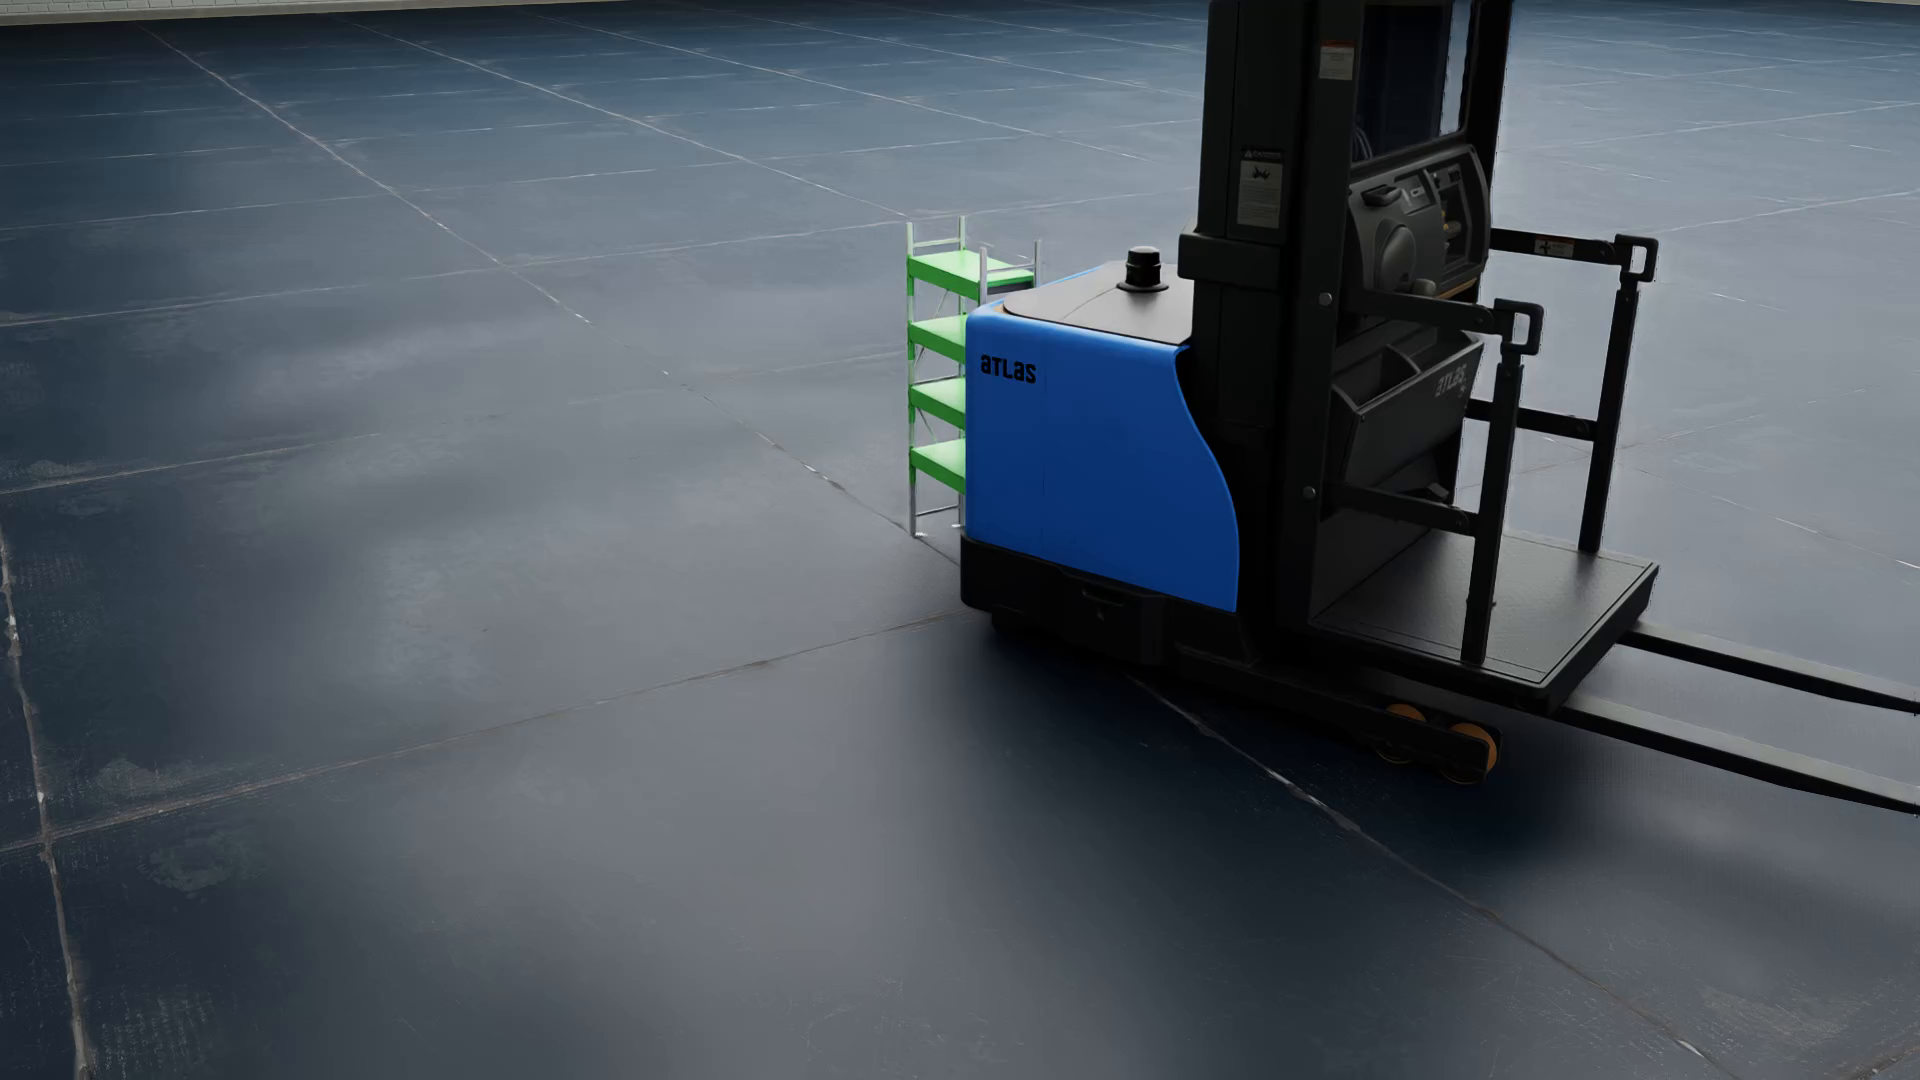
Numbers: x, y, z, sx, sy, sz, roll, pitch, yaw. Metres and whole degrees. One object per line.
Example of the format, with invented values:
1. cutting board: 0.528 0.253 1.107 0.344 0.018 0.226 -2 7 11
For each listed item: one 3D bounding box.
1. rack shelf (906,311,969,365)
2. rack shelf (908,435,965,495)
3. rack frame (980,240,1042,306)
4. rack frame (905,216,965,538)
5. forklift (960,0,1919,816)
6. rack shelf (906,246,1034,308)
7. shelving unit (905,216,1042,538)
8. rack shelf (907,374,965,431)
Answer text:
1. rack shelf: 0.041 -0.675 5.911 0.258 0.148 0.480 -13 26 -29
2. rack shelf: 0.041 -0.230 6.092 0.258 0.148 0.480 -13 26 -29
3. rack frame: 0.171 -0.434 5.786 0.240 1.200 0.015 -13 26 -29
4. rack frame: -0.088 -0.590 6.169 0.240 1.200 0.015 -13 26 -29
5. forklift: 1.484 -0.903 4.640 3.031 2.935 1.130 16 27 34
6. rack shelf: 0.041 -0.897 5.821 0.258 0.148 0.480 -13 26 -29
7. shelving unit: 0.041 -0.512 5.978 0.258 1.200 0.503 -13 26 -29
8. rack shelf: 0.041 -0.453 6.002 0.258 0.148 0.480 -13 26 -29
